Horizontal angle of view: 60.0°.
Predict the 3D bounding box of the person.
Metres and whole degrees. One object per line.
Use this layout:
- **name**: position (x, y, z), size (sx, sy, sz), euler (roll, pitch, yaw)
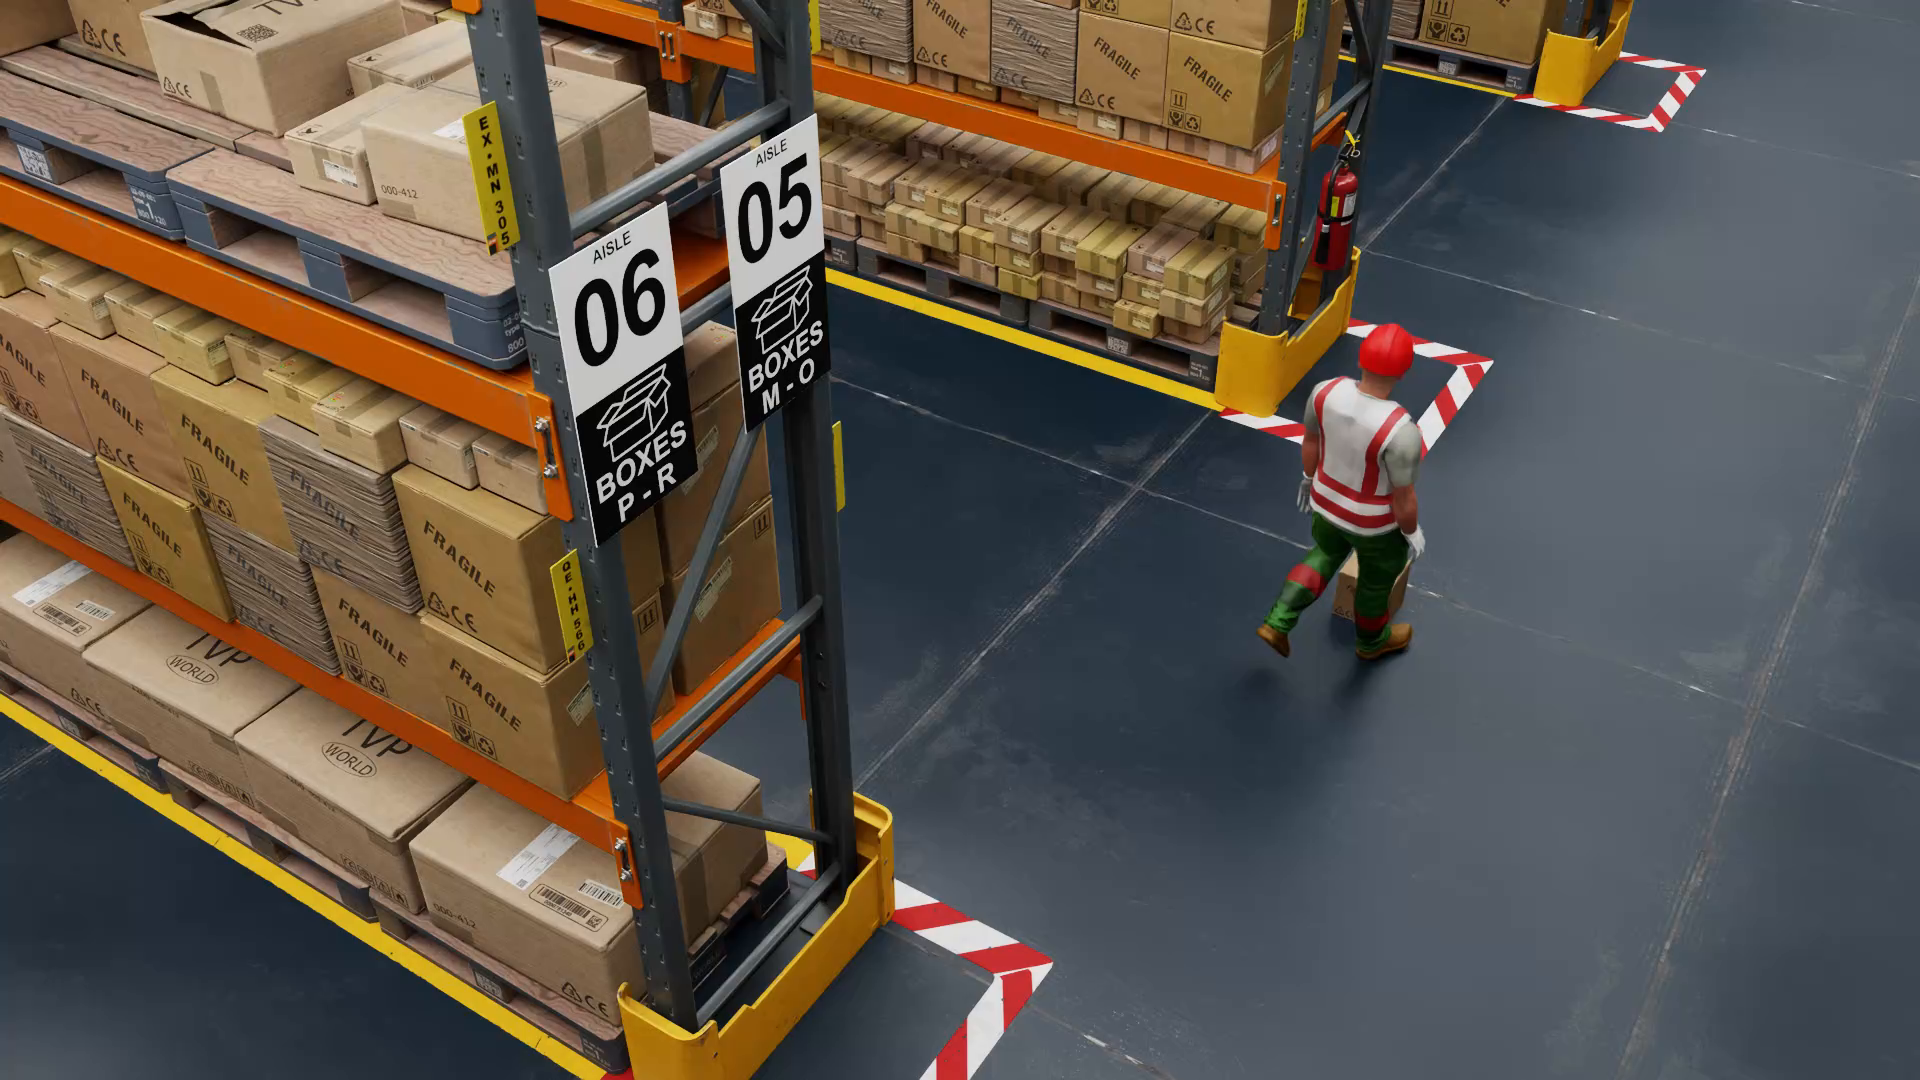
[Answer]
- **person**: position (1.677, -0.150, 6.868), size (0.792, 1.769, 0.590), euler (-27, 46, -30)
